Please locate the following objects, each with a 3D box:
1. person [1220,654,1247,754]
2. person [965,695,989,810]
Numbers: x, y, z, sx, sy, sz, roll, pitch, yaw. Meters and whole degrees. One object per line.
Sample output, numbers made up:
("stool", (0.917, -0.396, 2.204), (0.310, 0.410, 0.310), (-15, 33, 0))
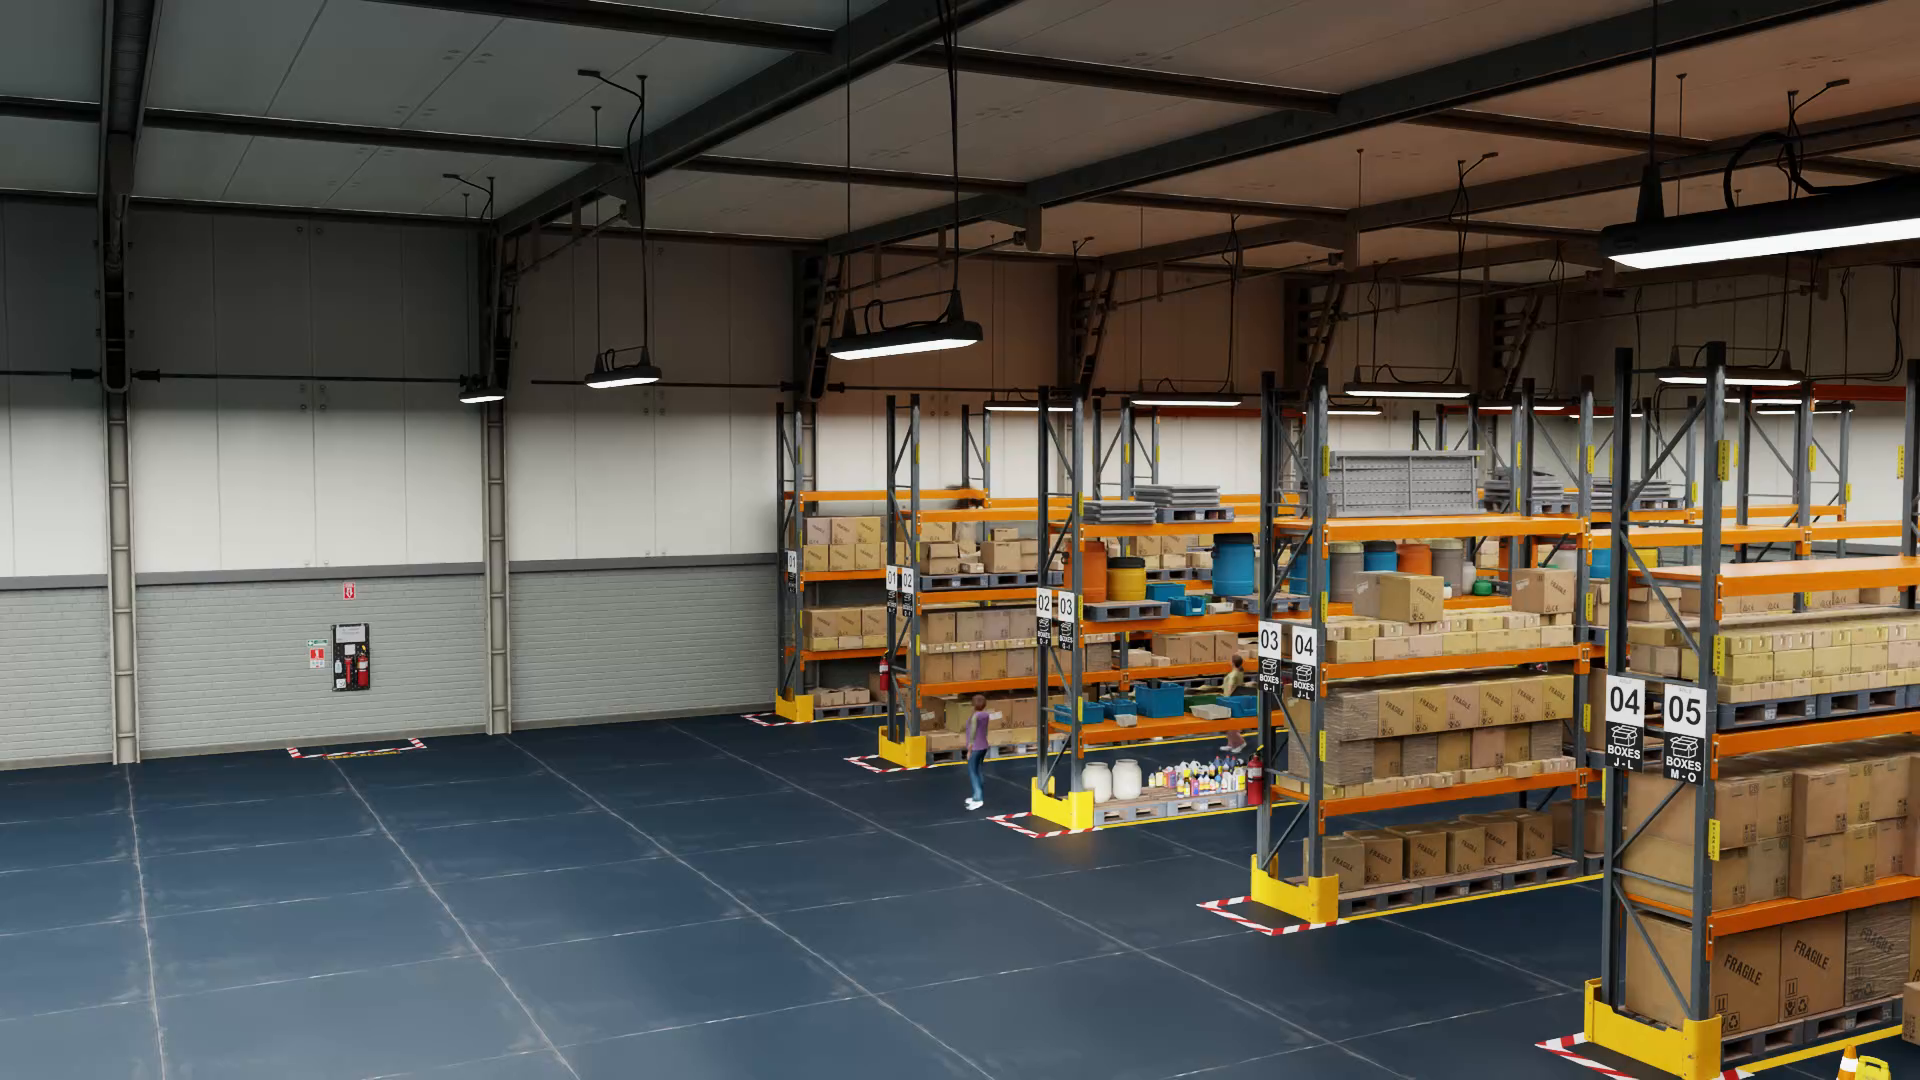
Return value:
("person", (4.616, 2.754, 28.028), (0.457, 1.662, 0.489), (1, 3, 12))
("person", (0.215, 3.031, 23.850), (0.361, 1.633, 0.494), (1, 3, 20))
